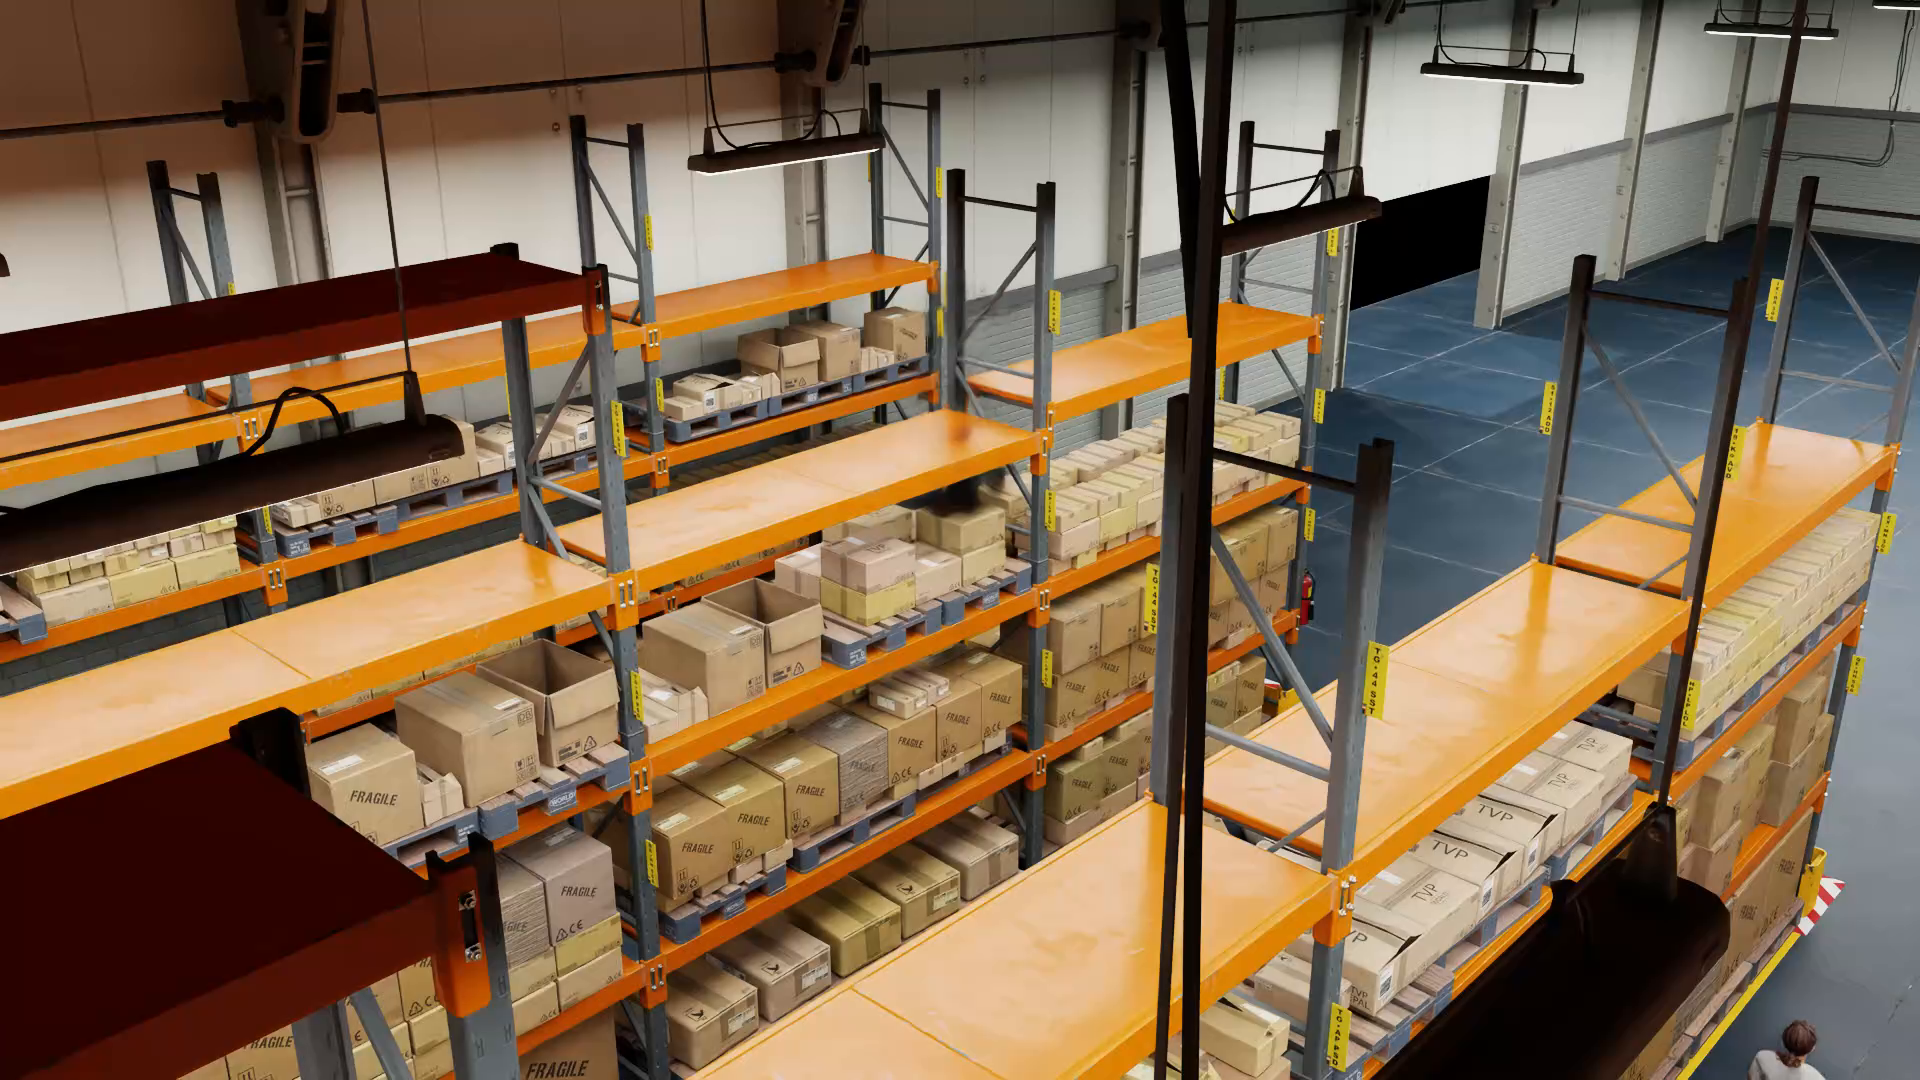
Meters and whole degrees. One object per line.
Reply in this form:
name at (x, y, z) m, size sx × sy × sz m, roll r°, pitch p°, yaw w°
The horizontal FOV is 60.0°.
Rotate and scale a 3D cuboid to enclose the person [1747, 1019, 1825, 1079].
person at (5.059, 3.679, 10.235) m, size 0.544 × 1.633 × 0.695 m, roll 18°, pitch 28°, yaw 39°
